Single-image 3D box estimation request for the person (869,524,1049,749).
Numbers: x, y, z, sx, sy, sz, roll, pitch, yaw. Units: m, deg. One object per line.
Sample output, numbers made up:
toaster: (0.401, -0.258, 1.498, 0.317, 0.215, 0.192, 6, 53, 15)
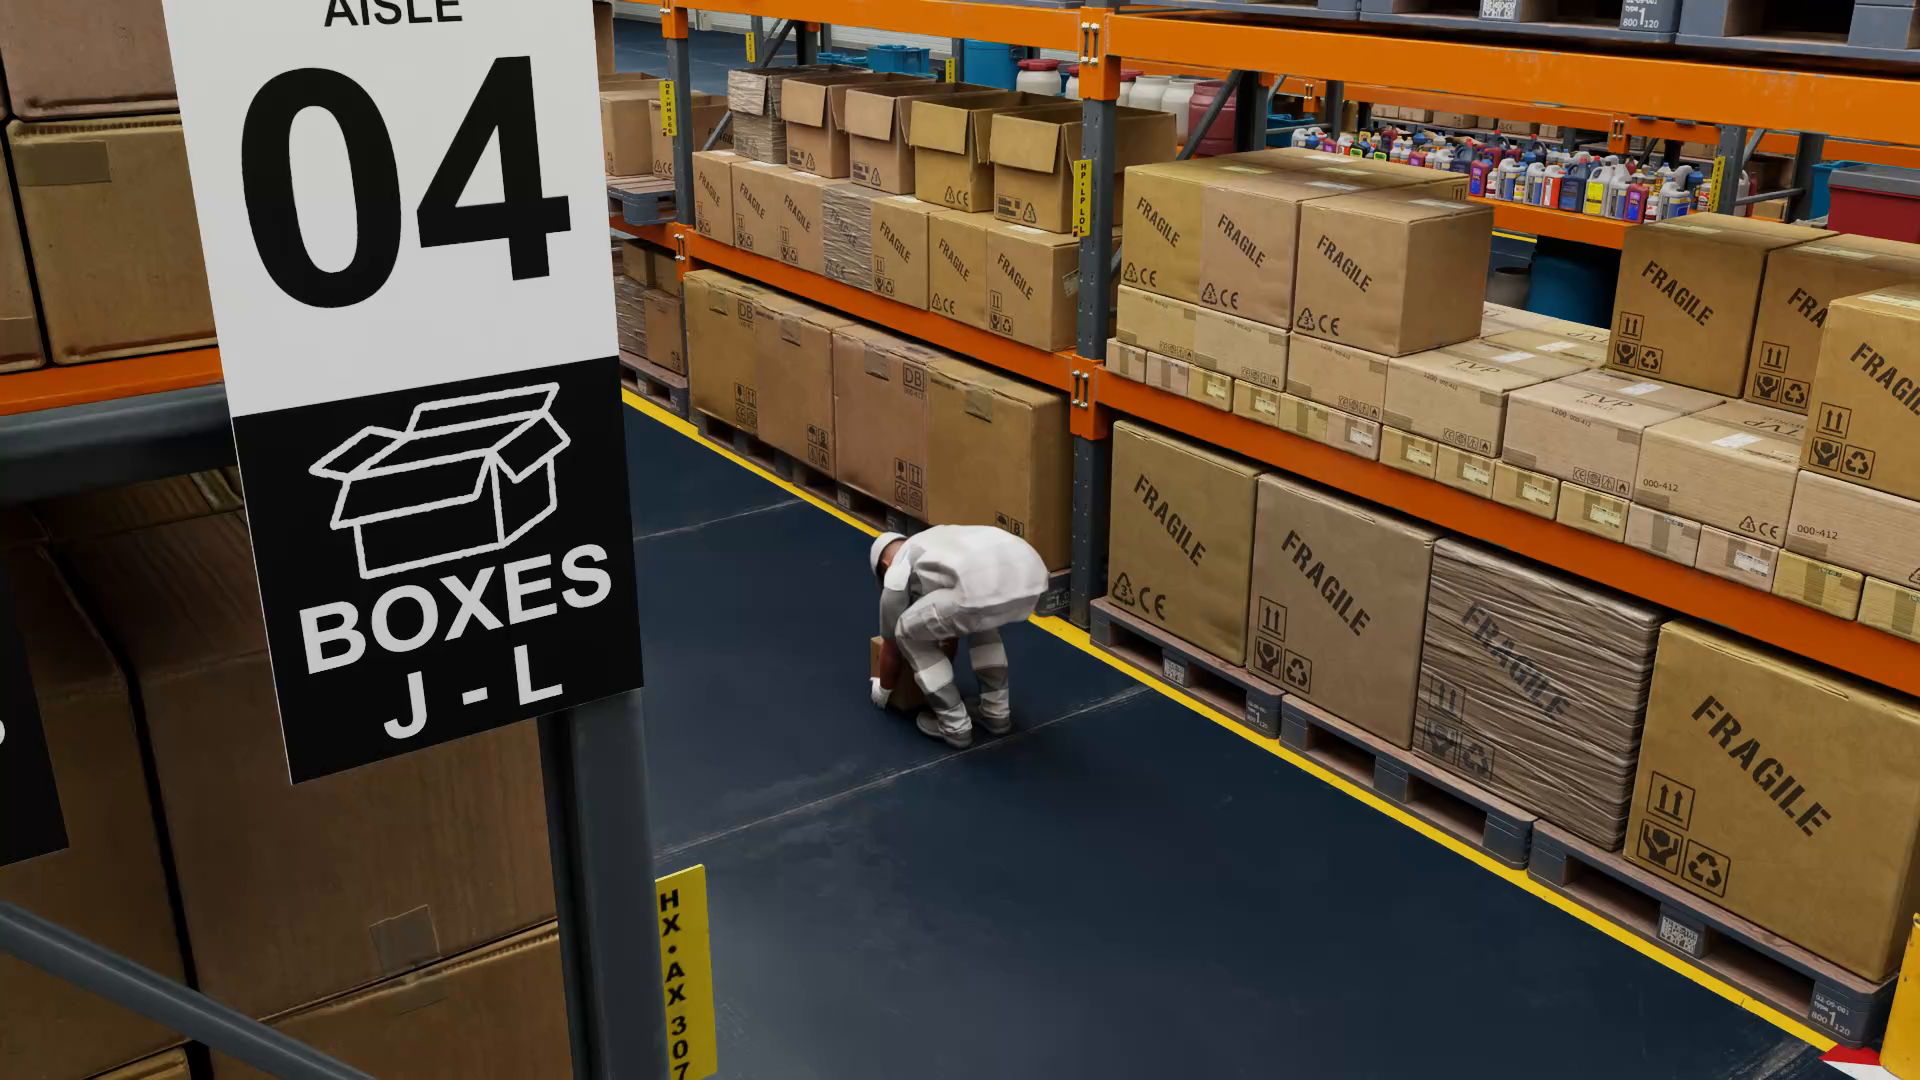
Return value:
person: (-0.050, 0.342, 6.889, 0.521, 0.925, 0.954, -16, 26, -35)
